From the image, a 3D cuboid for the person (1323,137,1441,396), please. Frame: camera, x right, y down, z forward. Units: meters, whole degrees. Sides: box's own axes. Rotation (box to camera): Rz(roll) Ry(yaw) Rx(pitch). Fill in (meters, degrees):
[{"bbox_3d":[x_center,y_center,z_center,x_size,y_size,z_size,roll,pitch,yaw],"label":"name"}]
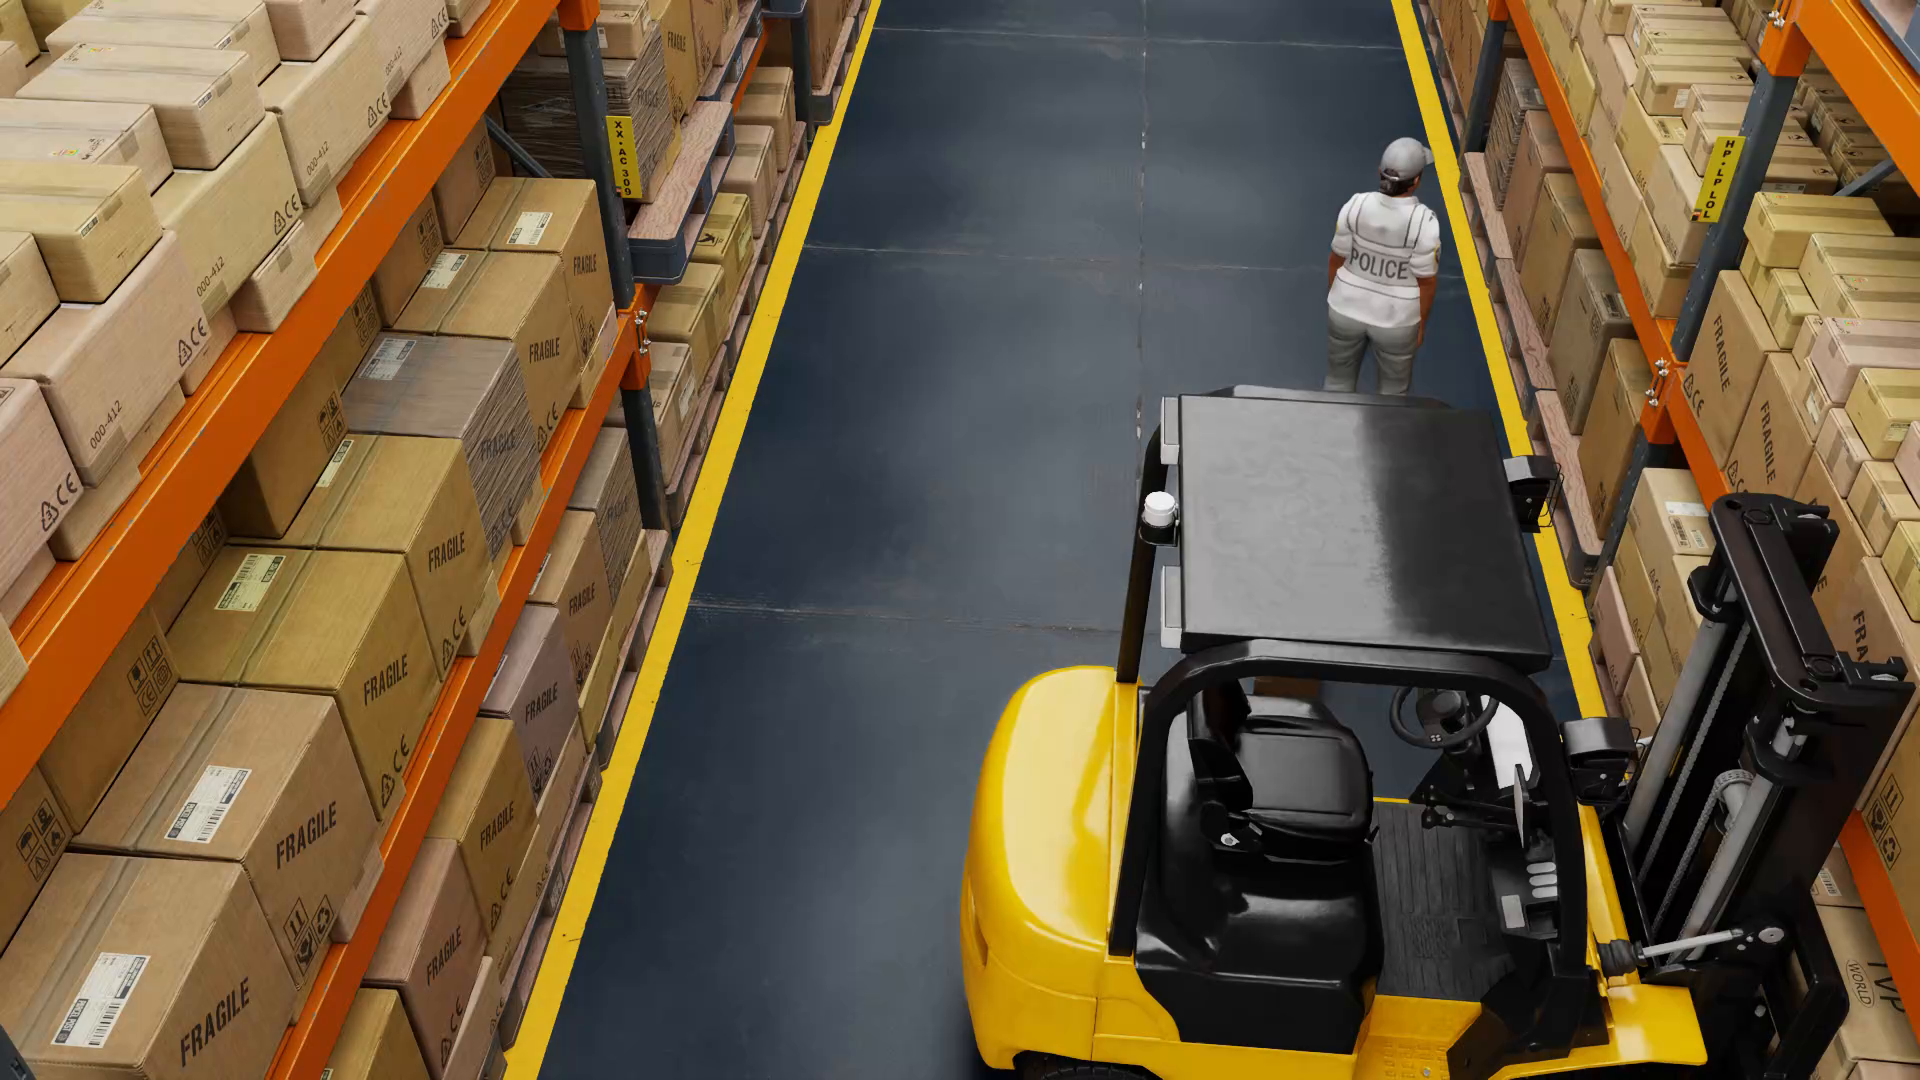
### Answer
[{"bbox_3d":[1.851,-0.979,7.349,0.500,1.729,0.410,20,44,22],"label":"person"}]
